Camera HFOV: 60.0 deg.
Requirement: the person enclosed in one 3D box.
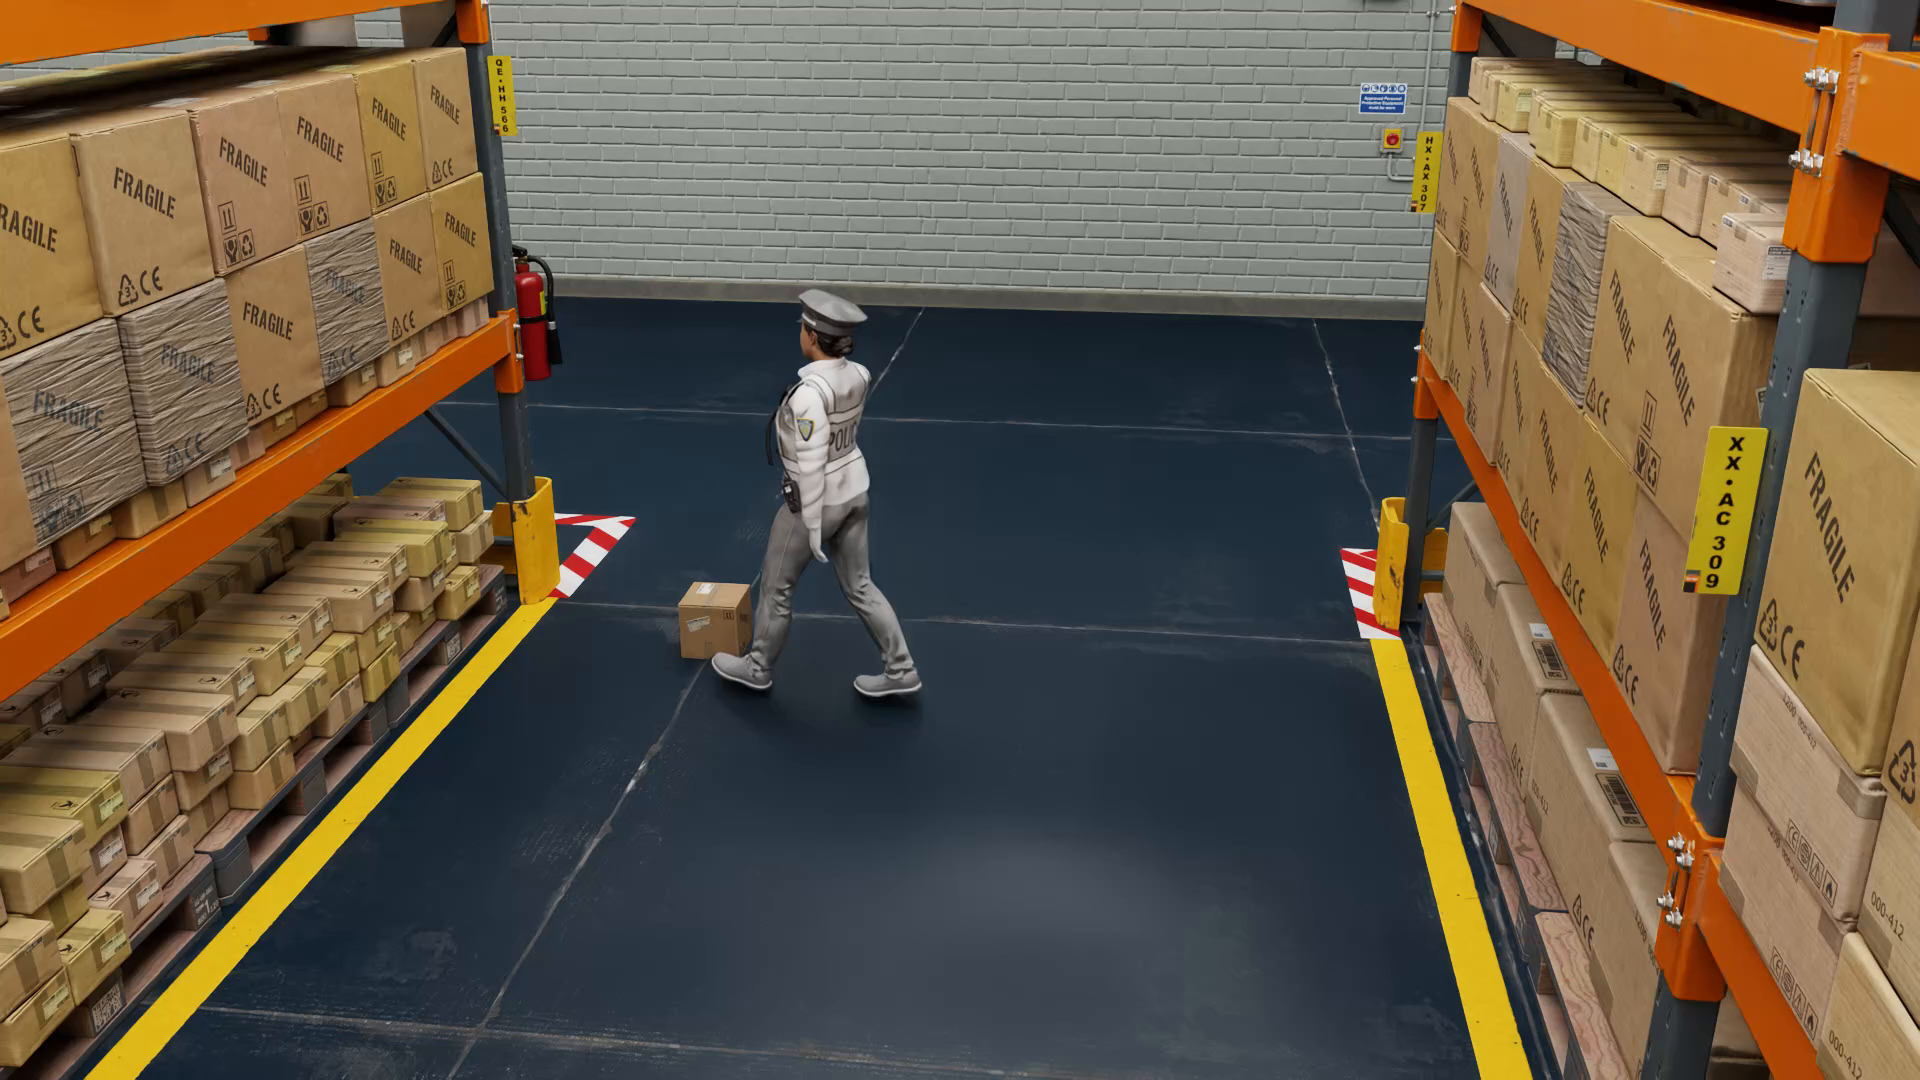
[{"bbox_3d":[-0.576,-0.167,6.500,0.877,1.641,0.491,12,24,28],"label":"person"}]
